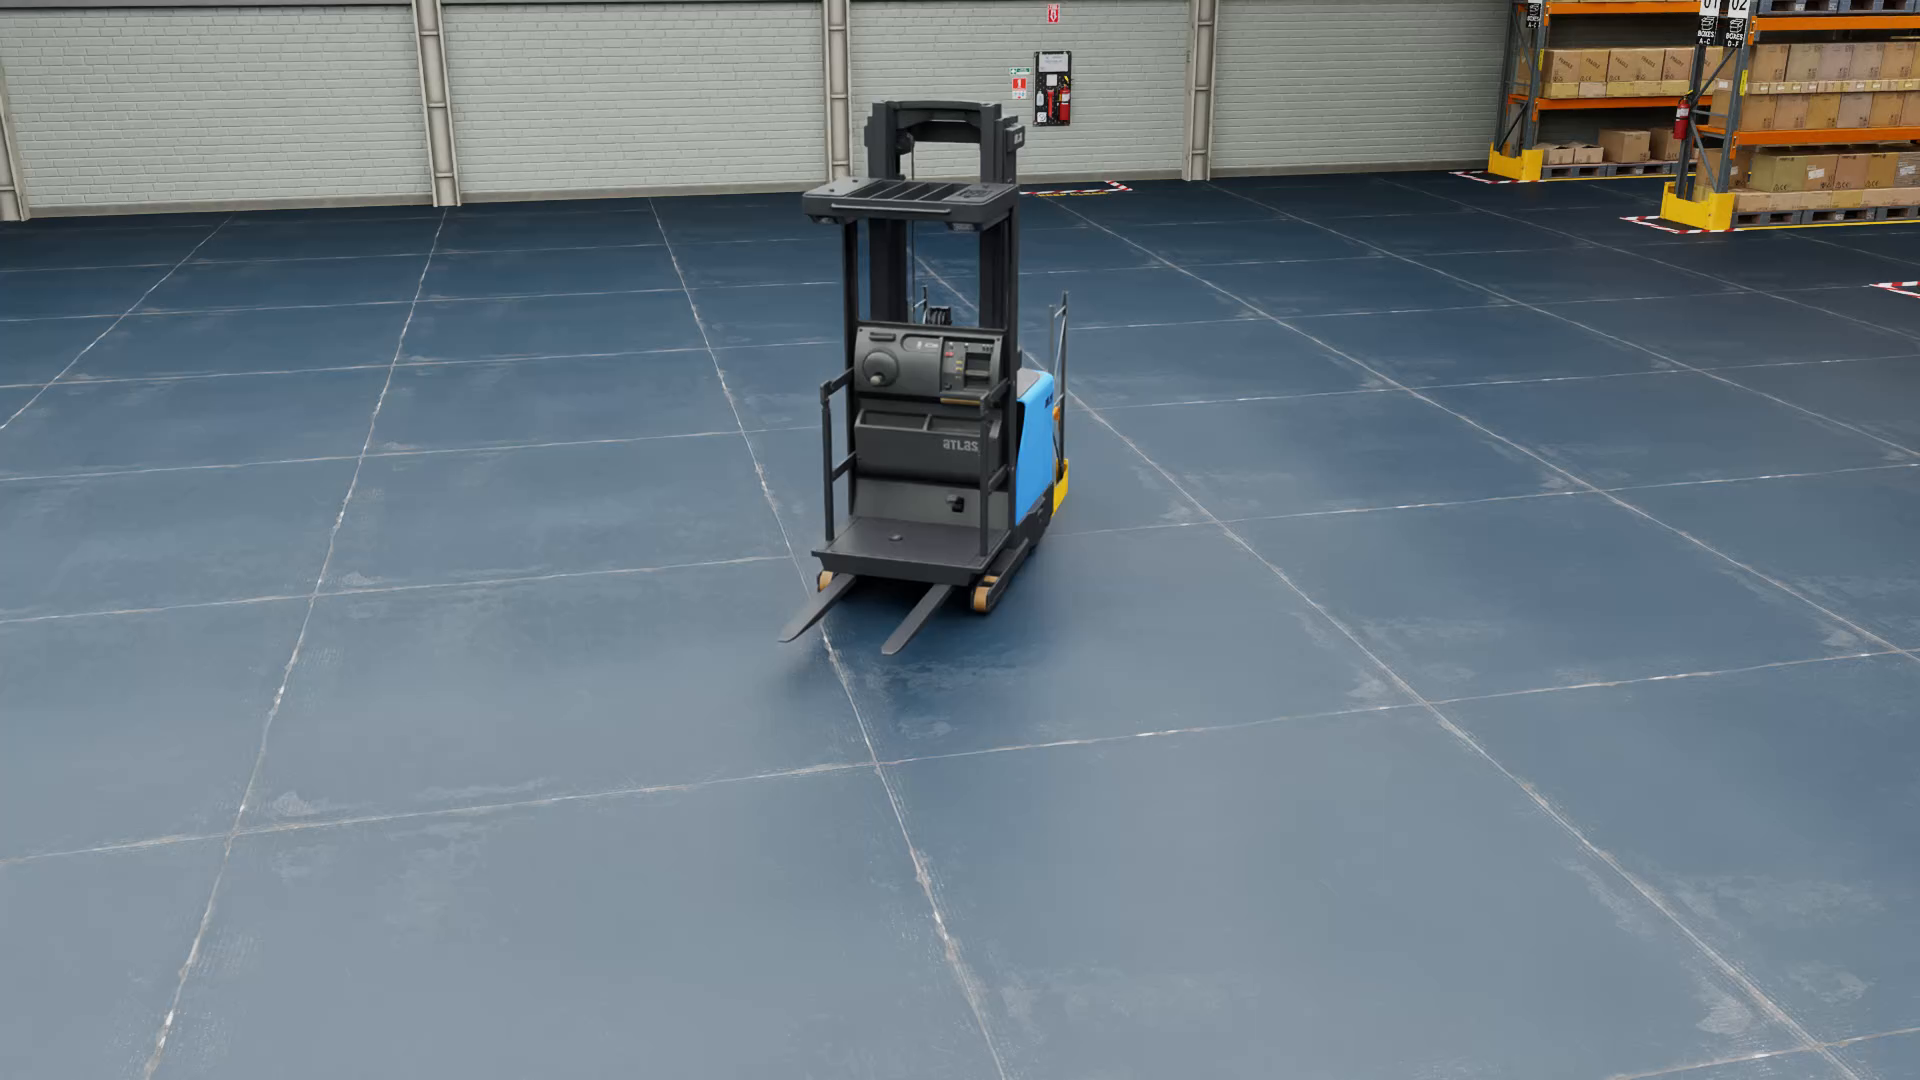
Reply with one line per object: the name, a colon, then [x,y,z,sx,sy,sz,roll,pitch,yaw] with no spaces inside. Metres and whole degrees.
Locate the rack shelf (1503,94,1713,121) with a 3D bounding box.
rack shelf: [11.232,-7.380,28.145,4.000,0.370,1.077,-5,21,-12]

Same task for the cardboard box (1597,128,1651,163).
cardboard box: [11.260,-6.703,28.247,0.500,0.500,0.700,-6,21,-16]

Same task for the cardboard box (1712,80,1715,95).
cardboard box: [12.787,-7.676,28.096,0.500,0.250,0.500,-5,21,-12]

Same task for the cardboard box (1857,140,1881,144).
cardboard box: [15.855,-7.149,29.464,0.500,0.500,0.700,-5,21,-13]

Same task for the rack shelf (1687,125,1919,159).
rack shelf: [12.376,-5.722,23.619,4.000,0.370,1.077,-5,21,-12]

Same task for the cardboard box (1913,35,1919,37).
cardboard box: [16.742,-8.713,29.011,0.250,0.149,0.380,-7,21,-20]

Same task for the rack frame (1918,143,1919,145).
rack frame: [14.322,-6.218,23.928,0.127,3.000,1.000,-5,21,-12]

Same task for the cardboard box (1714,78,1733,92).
cardboard box: [10.757,-6.347,23.191,0.250,0.149,0.380,-5,21,-13]

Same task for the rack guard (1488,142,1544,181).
rack guard: [9.360,-6.391,28.036,0.348,0.500,1.175,-5,21,-12]

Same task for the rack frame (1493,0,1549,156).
rack frame: [9.286,-7.559,27.589,0.127,3.000,1.000,-5,21,-12]

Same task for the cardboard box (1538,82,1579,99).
cardboard box: [9.834,-7.430,27.427,0.500,0.250,0.500,-5,21,-14]

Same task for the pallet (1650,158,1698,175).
pallet: [12.533,-6.501,28.756,1.213,0.211,1.003,-5,21,-12]

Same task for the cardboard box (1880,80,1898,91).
cardboard box: [12.871,-6.376,23.271,0.250,0.149,0.380,-4,21,-11]

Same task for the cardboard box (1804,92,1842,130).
cardboard box: [11.881,-6.061,23.355,0.500,0.500,0.700,-5,21,-12]

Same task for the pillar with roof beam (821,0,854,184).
pillar with roof beam: [-0.919,-8.330,20.972,0.400,9.000,9.100,-5,21,-12]

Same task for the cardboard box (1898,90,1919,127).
cardboard box: [13.380,-6.184,23.689,0.500,0.500,0.700,-5,21,-13]

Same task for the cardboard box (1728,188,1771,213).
cardboard box: [11.003,-4.775,23.377,0.500,0.250,0.500,-5,21,-12]

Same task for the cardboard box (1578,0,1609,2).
cardboard box: [10.200,-8.997,26.980,0.500,0.500,0.500,-3,20,-9]

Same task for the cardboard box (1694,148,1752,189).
cardboard box: [10.883,-5.301,23.723,0.500,0.500,0.500,-5,21,-12]

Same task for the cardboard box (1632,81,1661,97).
cardboard box: [11.326,-7.554,27.764,0.500,0.250,0.500,-4,21,-12]

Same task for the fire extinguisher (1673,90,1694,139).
fire extinguisher: [10.208,-6.011,23.476,0.183,0.674,0.296,-5,21,-12]

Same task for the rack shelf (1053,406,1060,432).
rack shelf: [0.193,-0.841,11.954,1.000,0.185,0.538,5,21,14]

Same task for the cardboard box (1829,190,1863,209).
cardboard box: [12.463,-4.893,23.699,0.500,0.250,0.500,-5,21,-12]

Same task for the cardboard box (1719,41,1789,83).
cardboard box: [10.938,-6.594,22.924,0.500,0.500,0.700,-5,21,-12]

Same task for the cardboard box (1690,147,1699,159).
cardboard box: [12.665,-6.699,28.722,0.250,0.166,0.380,-7,21,-20]

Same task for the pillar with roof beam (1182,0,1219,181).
pillar with roof beam: [4.920,-8.805,22.269,0.400,9.000,9.100,-5,21,-12]

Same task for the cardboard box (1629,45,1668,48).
cardboard box: [11.683,-8.122,28.225,0.500,0.500,0.500,-4,21,-11]

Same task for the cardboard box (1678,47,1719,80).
cardboard box: [12.305,-7.984,27.849,0.500,0.500,0.500,-5,21,-13]

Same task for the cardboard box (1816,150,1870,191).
cardboard box: [12.463,-5.245,23.569,0.500,0.500,0.500,-5,21,-12]

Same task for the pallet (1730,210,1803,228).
pallet: [11.164,-4.666,23.746,1.213,0.211,1.003,-5,21,-12]

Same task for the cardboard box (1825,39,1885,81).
cardboard box: [12.427,-6.717,23.260,0.500,0.500,0.700,-5,21,-12]

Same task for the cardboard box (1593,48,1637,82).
cardboard box: [10.807,-7.862,27.515,0.500,0.500,0.500,-5,21,-14]

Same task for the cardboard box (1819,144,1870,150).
cardboard box: [12.826,-5.465,24.169,0.500,0.500,0.500,-5,21,-12]

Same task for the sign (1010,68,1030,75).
sign: [0.960,-7.500,26.606,0.331,0.109,0.001,-5,21,-12]

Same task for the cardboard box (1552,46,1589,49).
cardboard box: [10.188,-7.995,27.878,0.500,0.500,0.500,-4,21,-12]

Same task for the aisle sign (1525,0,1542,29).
aisle sign: [9.285,-8.674,26.852,0.004,0.787,0.394,-5,21,-12]

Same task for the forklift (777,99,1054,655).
forklift: [-0.256,-1.080,10.003,1.130,2.935,3.031,6,21,16]

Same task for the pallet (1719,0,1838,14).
pallet: [11.124,-7.315,22.692,1.213,0.211,1.003,-5,21,-12]

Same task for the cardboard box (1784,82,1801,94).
cardboard box: [11.360,-6.253,22.935,0.250,0.149,0.380,-5,21,-12]

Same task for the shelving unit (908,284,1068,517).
shelving unit: [0.202,-1.010,11.890,1.083,1.500,0.587,5,21,14]

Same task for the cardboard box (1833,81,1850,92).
cardboard box: [12.114,-6.314,23.103,0.250,0.149,0.380,-5,21,-13]

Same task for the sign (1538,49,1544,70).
sign: [9.411,-7.784,26.944,0.005,0.325,0.100,-5,21,-12]

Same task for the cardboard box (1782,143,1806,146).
cardboard box: [14.382,-7.030,29.139,0.500,0.500,0.700,-5,21,-14]
